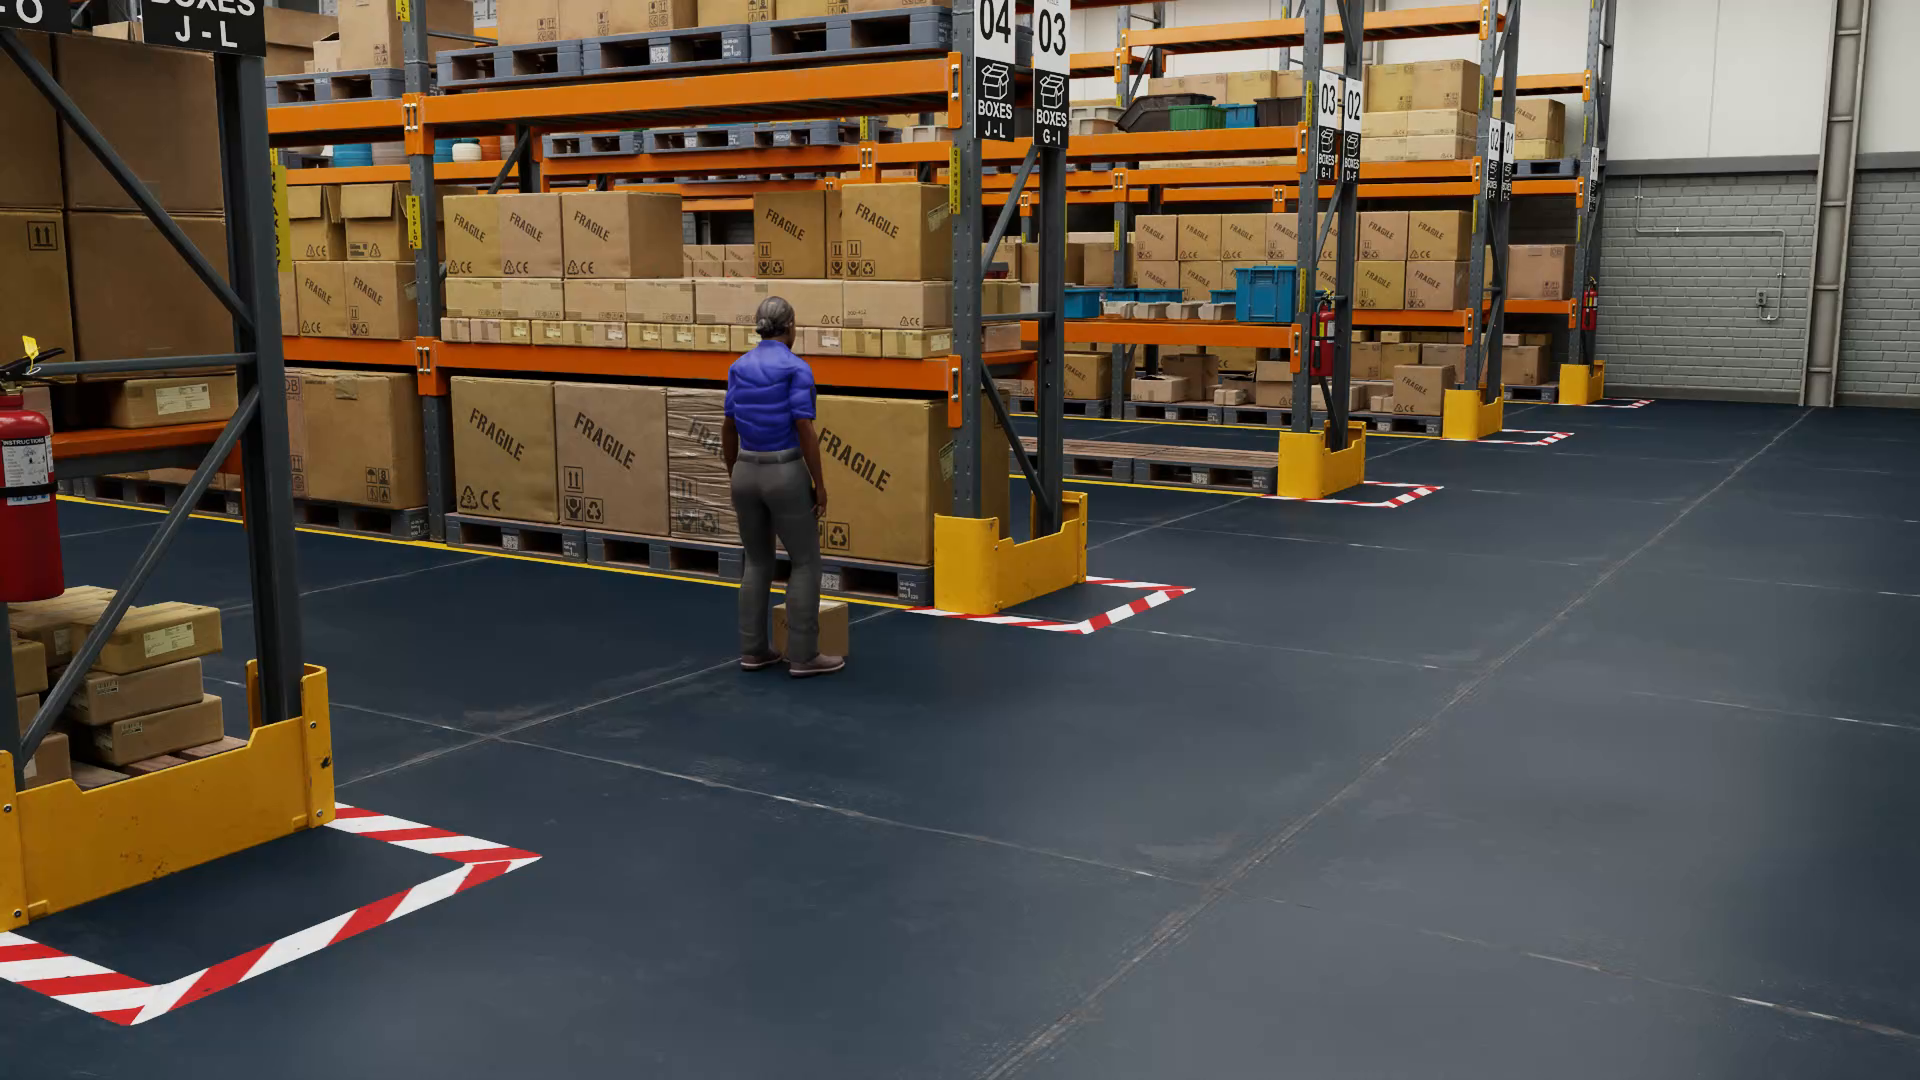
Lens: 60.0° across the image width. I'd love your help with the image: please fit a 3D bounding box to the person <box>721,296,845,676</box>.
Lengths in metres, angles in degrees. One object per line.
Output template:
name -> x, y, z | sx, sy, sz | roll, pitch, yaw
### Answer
person -> -0.800, -0.238, 7.317 | 0.524, 1.653, 0.348 | 5, 11, 28
